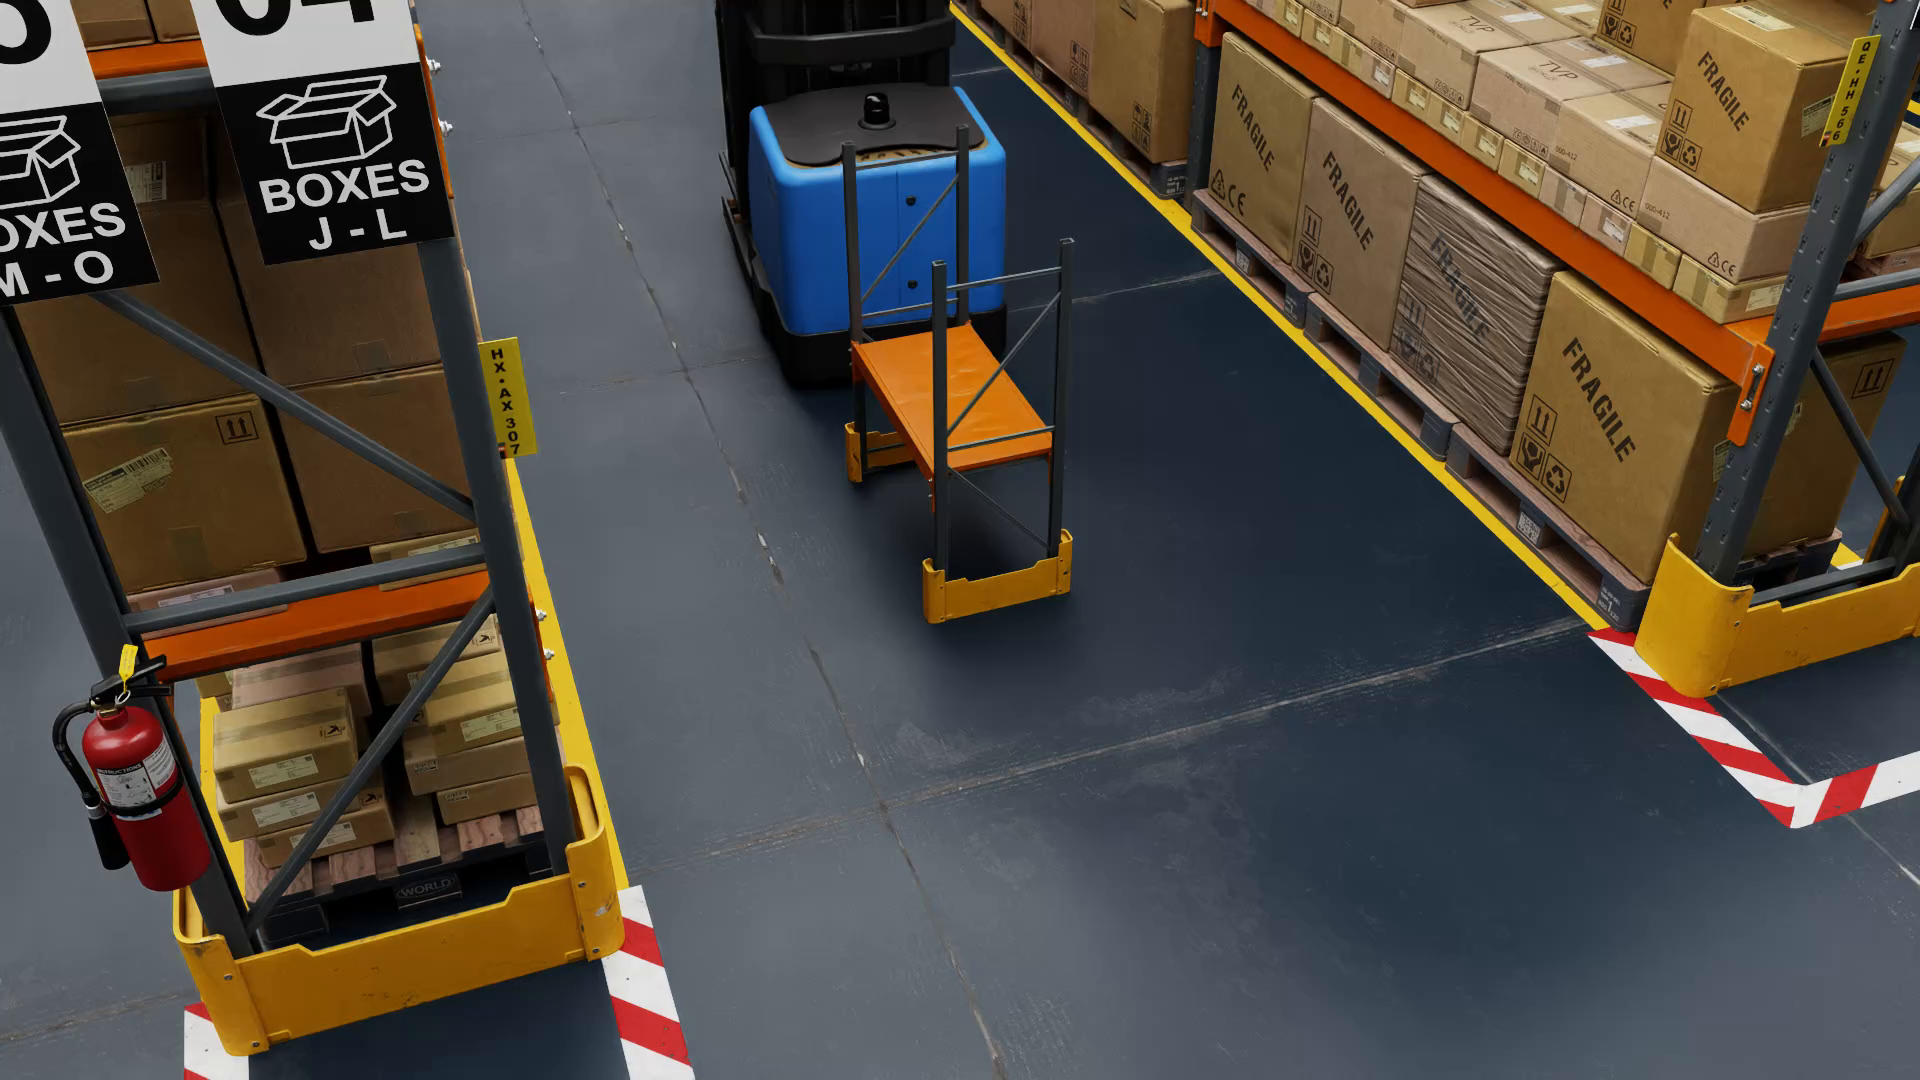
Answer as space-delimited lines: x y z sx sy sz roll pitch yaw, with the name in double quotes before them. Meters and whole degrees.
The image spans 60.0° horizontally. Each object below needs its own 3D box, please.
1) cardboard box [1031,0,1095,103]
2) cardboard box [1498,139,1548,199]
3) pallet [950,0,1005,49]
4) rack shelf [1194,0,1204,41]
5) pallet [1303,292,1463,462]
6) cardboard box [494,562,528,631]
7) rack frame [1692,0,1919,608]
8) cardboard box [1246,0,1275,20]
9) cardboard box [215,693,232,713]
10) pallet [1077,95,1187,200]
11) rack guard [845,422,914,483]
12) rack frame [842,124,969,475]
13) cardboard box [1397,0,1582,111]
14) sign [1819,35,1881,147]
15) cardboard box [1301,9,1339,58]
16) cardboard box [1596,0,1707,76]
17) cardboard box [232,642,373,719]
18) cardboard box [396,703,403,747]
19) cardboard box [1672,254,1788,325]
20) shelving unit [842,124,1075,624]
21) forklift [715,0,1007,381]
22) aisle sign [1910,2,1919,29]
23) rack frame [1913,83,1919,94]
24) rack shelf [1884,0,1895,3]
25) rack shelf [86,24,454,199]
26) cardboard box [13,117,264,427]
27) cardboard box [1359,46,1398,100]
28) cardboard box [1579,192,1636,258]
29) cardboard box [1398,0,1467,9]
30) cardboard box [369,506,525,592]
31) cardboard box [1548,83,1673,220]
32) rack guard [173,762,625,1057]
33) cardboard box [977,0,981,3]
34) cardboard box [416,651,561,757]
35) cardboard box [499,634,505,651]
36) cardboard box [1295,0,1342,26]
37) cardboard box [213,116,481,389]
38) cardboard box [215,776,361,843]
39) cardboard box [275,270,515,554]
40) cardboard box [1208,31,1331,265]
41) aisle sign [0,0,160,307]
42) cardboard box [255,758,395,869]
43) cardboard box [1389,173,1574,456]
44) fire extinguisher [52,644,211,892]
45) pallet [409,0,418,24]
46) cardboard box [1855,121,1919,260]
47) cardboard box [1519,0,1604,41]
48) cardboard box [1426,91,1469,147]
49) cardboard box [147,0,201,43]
"cardboard box" 1.174 -3.288 10.038 1.225 0.875 0.875 -14 39 -18
"cardboard box" 2.313 -1.456 6.399 0.380 0.149 0.250 -13 39 -17
"pallet" 0.545 -3.791 11.608 1.003 0.211 1.213 -12 39 -16
"rack shelf" 1.033 -3.949 10.097 1.077 0.370 4.000 -12 39 -16
"pallet" 2.333 -0.857 7.712 1.003 0.211 1.213 -12 39 -16
"cardboard box" -1.630 0.190 5.530 0.380 0.149 0.250 -13 39 -16
"rack frame" 3.097 -0.847 5.381 1.000 3.000 0.127 -12 39 -16
"cardboard box" 1.601 -2.622 7.946 0.380 0.149 0.250 -14 39 -17
"cardboard box" -2.225 0.443 5.442 0.380 0.149 0.250 -14 39 -18
"pallet" 1.385 -2.413 9.778 1.003 0.211 1.213 -12 39 -16
"rack guard" -0.198 -0.424 7.105 0.587 0.250 0.087 -12 39 -16
"rack frame" -0.204 -0.934 6.744 0.500 1.500 0.032 -12 39 -16
"cardboard box" 2.149 -1.992 6.779 0.500 0.250 0.500 -12 39 -16
"sign" 2.583 -1.299 4.823 0.100 0.325 0.005 -12 39 -16
"cardboard box" 1.784 -2.325 7.552 0.380 0.149 0.250 -13 39 -17
"cardboard box" 2.830 -2.106 6.307 0.500 0.500 0.500 -13 39 -17
"cardboard box" -2.047 0.456 5.178 0.380 0.149 0.250 -12 39 -15
"cardboard box" -1.641 0.601 5.480 0.380 0.149 0.250 -13 39 -16
"cardboard box" 2.666 -0.879 5.633 0.380 0.149 0.250 -12 39 -15
"shelving unit" -0.026 -0.642 6.356 0.587 1.500 1.083 -12 39 -16
"forklift" -0.652 -2.785 8.011 1.130 2.935 3.031 -9 38 -12
"aisle sign" 2.840 -1.782 4.463 0.394 0.787 0.004 -12 39 -16
"rack frame" 6.371 -4.132 9.742 1.000 3.000 0.127 -12 39 -16
"rack shelf" 2.409 -2.887 6.195 1.077 0.370 4.000 -12 39 -16
"rack shelf" -2.283 -1.918 4.907 1.077 0.370 4.000 -12 39 -16
"cardboard box" -1.986 -0.642 3.948 0.500 0.500 0.500 -13 39 -17
"cardboard box" 1.957 -2.038 7.171 0.380 0.149 0.250 -12 39 -15
"cardboard box" 2.489 -1.169 6.017 0.380 0.149 0.250 -12 39 -16
"cardboard box" 1.991 -2.569 6.921 0.500 0.500 0.500 -14 39 -17
"cardboard box" -1.398 -0.027 4.502 0.380 0.149 0.250 -13 39 -16
"cardboard box" 2.507 -1.411 6.008 0.500 0.250 0.500 -13 39 -17
"rack guard" -1.621 1.079 4.903 1.175 0.500 0.348 -12 39 -16
"cardboard box" 0.562 -4.291 11.371 1.225 0.875 0.875 -14 39 -18
"cardboard box" -1.456 0.490 5.132 0.380 0.149 0.250 -14 39 -18
"cardboard box" -1.575 0.460 5.420 0.380 0.149 0.250 -13 39 -16
"cardboard box" 1.803 -2.564 7.538 0.500 0.250 0.500 -13 39 -16
"cardboard box" -1.500 -0.744 4.083 0.500 0.500 0.500 -13 39 -16
"cardboard box" -2.044 0.736 5.053 0.380 0.149 0.250 -13 39 -17
"cardboard box" -1.490 -0.347 4.387 0.500 0.500 0.500 -11 38 -14
"cardboard box" 1.873 -2.036 8.377 0.875 0.875 0.875 -12 39 -16
"aisle sign" -1.851 -0.812 3.174 0.394 0.787 0.004 -12 39 -16
"cardboard box" -1.971 0.840 5.162 0.380 0.149 0.250 -12 39 -15
"cardboard box" 2.489 -1.025 7.034 0.875 0.875 0.875 -12 39 -16
"fire extinguisher" -1.941 0.541 3.913 0.296 0.674 0.183 -12 39 -16
"pallet" -3.097 -2.522 7.764 1.003 0.211 1.213 -12 39 -16
"cardboard box" 3.186 -1.233 5.771 0.500 0.250 0.500 -13 39 -17
"cardboard box" 2.647 -2.103 6.927 0.500 0.250 0.500 -13 39 -17
"cardboard box" 2.140 -1.743 6.780 0.380 0.149 0.250 -12 39 -15
"cardboard box" -1.509 -1.322 3.643 0.500 0.250 0.500 -11 38 -14
